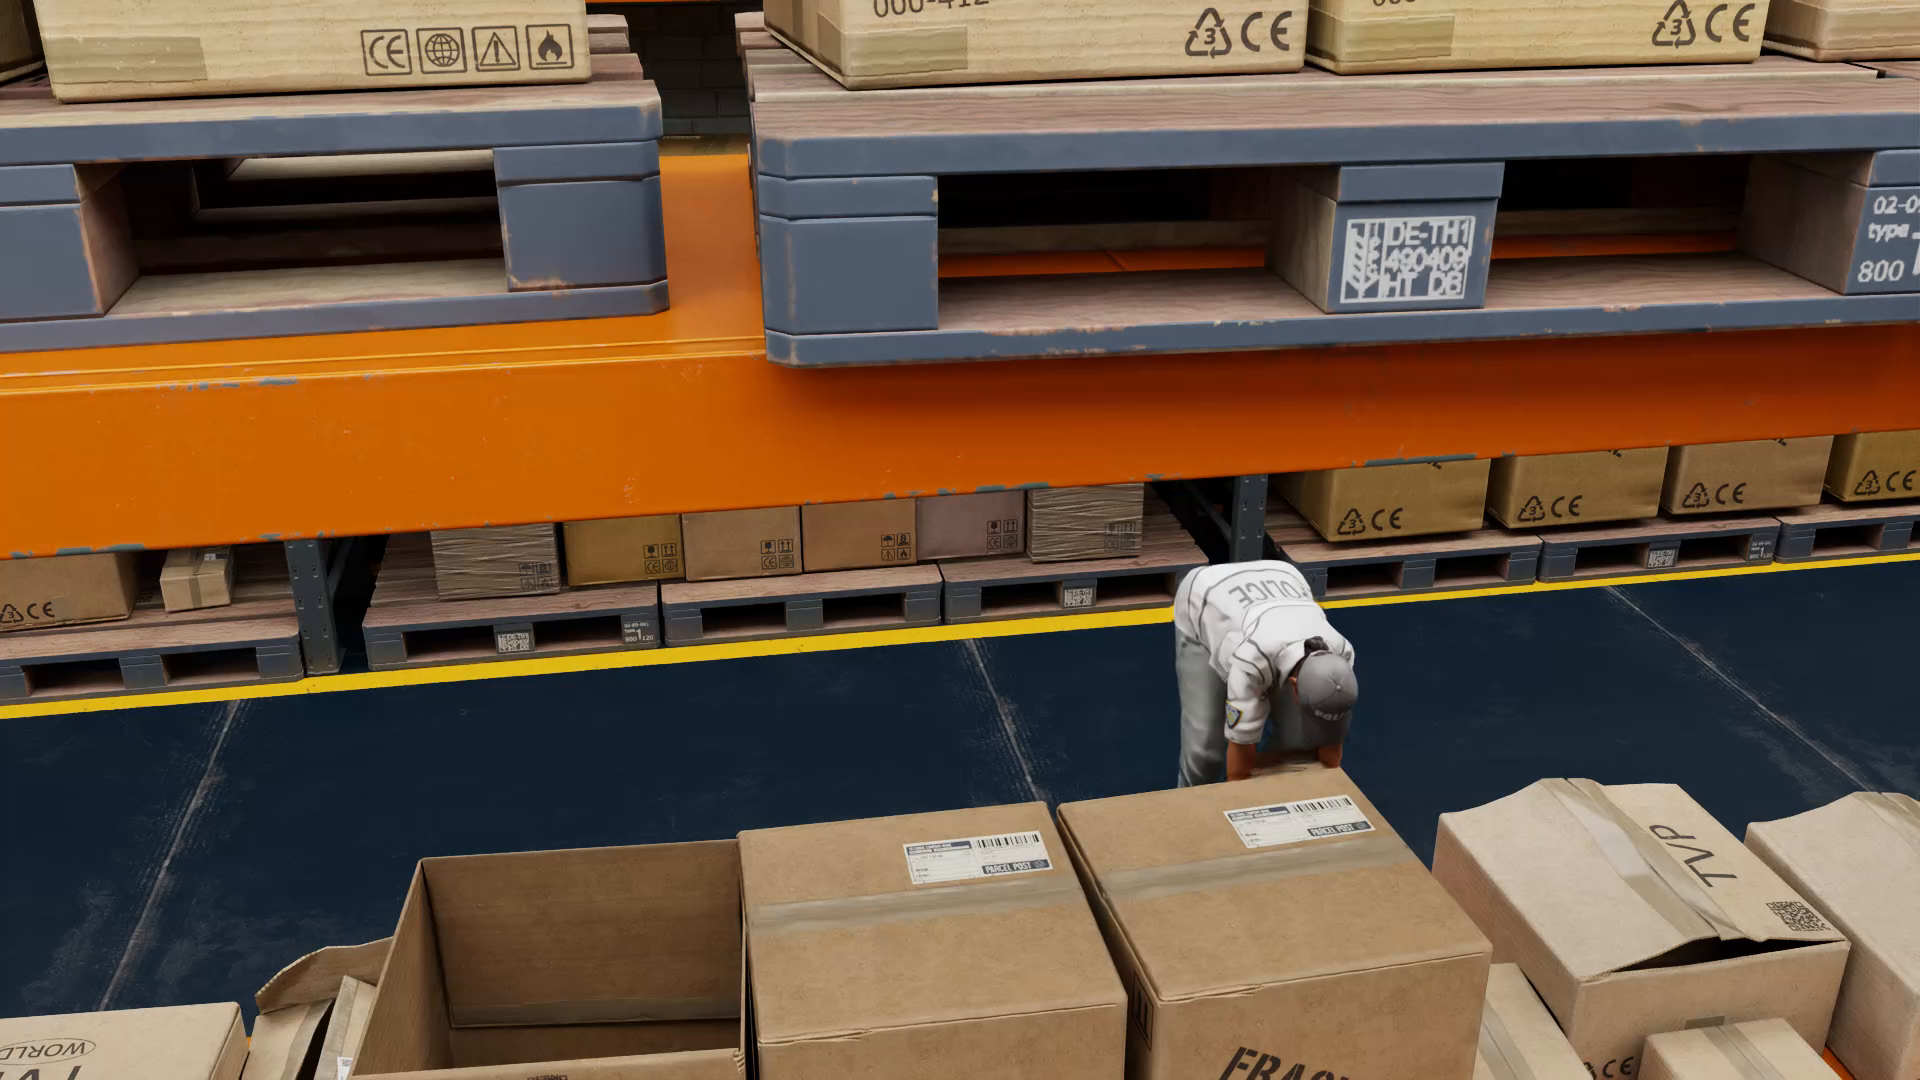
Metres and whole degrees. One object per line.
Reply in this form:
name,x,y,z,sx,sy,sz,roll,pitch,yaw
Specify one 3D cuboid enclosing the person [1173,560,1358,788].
person,0.989,0.646,5.377,0.478,1.058,0.952,-5,24,-12
